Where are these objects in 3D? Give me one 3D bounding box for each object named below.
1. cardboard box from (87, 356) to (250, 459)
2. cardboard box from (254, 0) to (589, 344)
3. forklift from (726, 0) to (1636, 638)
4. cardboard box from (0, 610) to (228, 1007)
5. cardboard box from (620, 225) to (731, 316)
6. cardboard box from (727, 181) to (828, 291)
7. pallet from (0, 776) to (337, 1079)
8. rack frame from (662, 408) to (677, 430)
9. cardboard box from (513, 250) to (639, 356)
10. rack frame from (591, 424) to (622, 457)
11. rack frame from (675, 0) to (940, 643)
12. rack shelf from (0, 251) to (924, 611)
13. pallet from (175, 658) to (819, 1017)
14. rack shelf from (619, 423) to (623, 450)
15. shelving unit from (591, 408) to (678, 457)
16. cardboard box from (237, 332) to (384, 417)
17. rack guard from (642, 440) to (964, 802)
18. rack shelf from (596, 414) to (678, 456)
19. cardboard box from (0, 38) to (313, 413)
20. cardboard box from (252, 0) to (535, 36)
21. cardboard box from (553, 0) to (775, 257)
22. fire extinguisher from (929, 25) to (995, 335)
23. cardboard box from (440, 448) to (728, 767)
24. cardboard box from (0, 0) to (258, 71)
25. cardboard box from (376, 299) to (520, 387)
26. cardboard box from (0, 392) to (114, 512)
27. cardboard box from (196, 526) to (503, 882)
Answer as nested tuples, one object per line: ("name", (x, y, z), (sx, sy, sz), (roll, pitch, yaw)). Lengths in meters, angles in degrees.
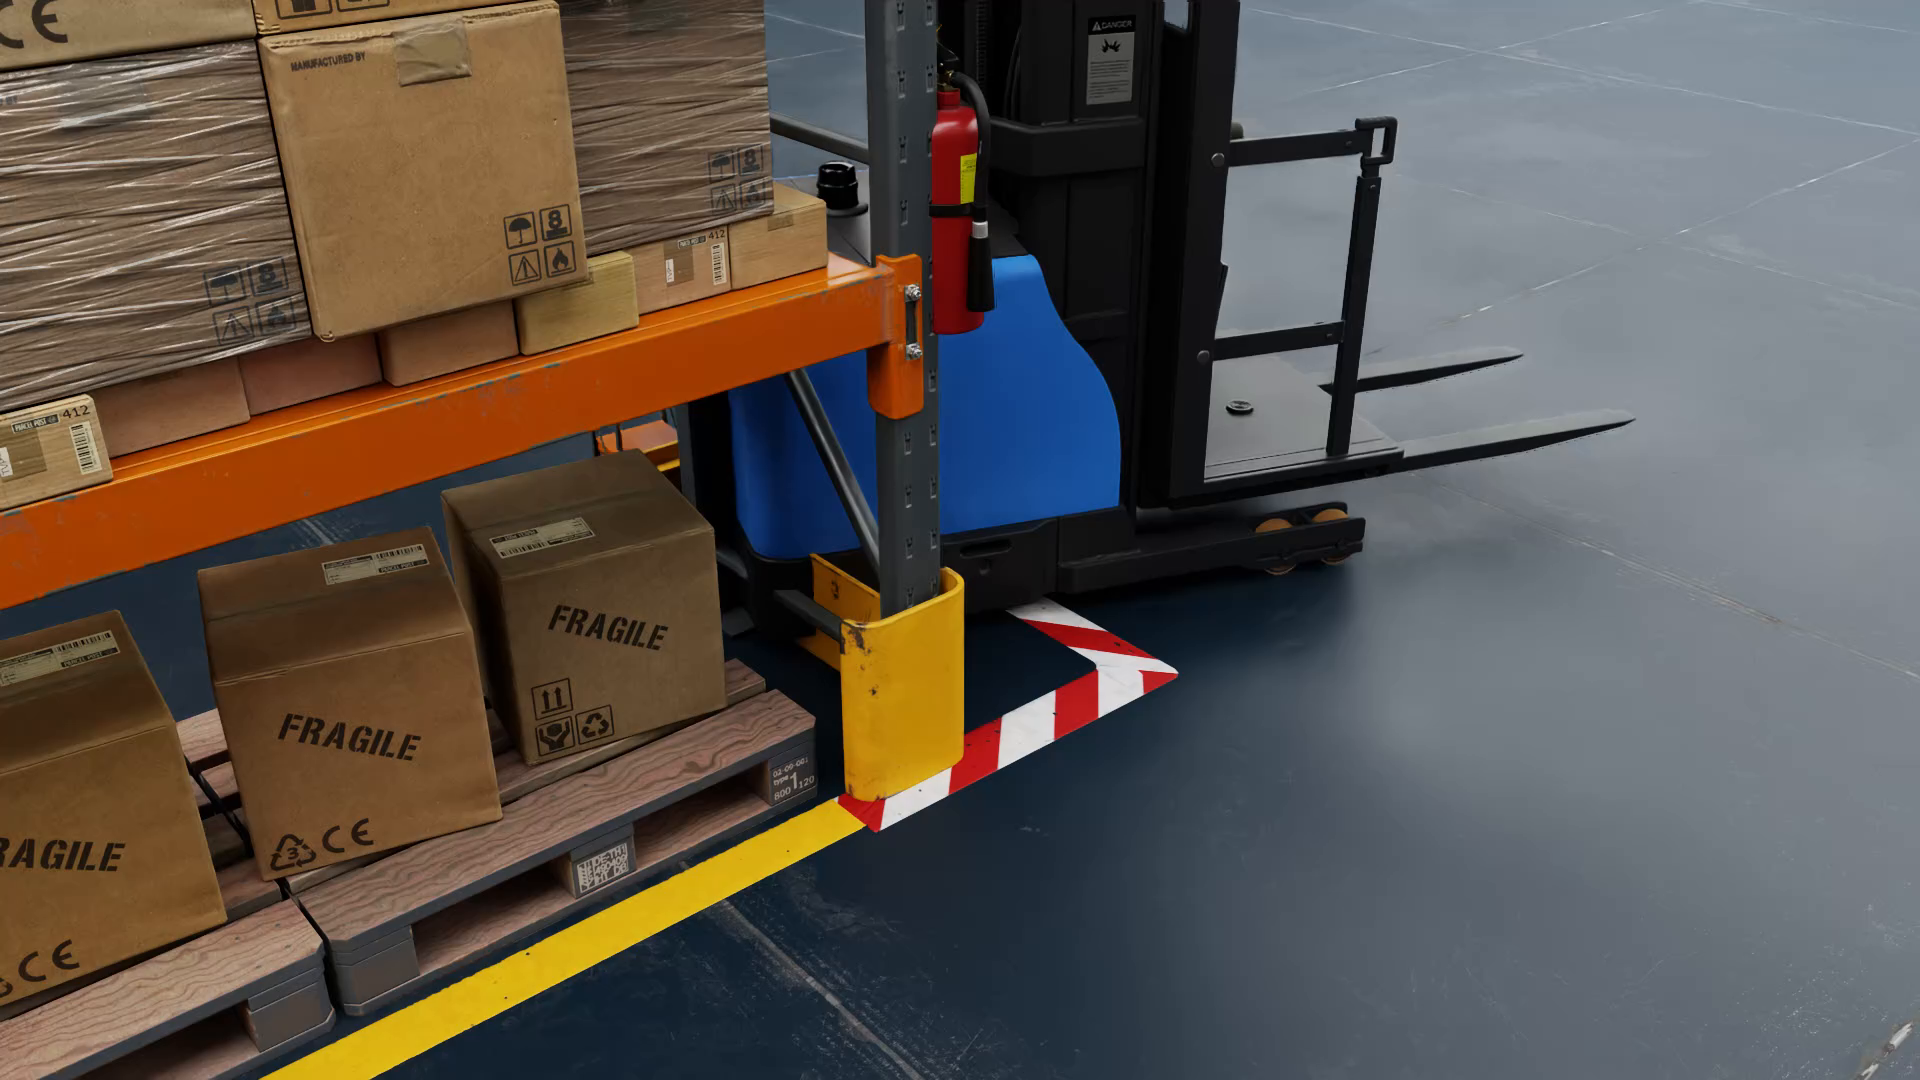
("cardboard box", (-1.439, -0.297, 2.889), (0.250, 0.149, 0.380), (-22, 35, -35))
("cardboard box", (-1.154, -0.778, 3.102), (0.500, 0.500, 0.875), (-22, 35, -35))
("forklift", (0.714, -1.413, 4.784), (3.031, 2.935, 1.130), (-9, 30, -17))
("cardboard box", (-1.823, 0.525, 3.291), (0.500, 0.500, 0.500), (-18, 33, -30))
("cardboard box", (-0.689, -0.609, 3.473), (0.250, 0.149, 0.380), (-22, 35, -35))
("cardboard box", (-0.498, -0.685, 3.616), (0.250, 0.149, 0.380), (-22, 35, -35))
("pallet", (-2.042, 0.903, 3.336), (1.213, 0.211, 1.003), (-22, 35, -35))
("rack frame", (-0.871, -0.497, 5.066), (0.008, 1.050, 0.200), (-19, 34, -32))
("cardboard box", (-0.846, -0.514, 3.296), (0.250, 0.149, 0.380), (-22, 35, -35))
("rack frame", (-1.066, -0.428, 4.938), (0.008, 1.050, 0.200), (-19, 34, -32))
("rack frame", (-0.416, -0.957, 3.858), (0.127, 3.000, 1.000), (-22, 35, -35))
("rack shelf", (-1.937, -0.028, 2.883), (4.000, 0.370, 1.077), (-22, 35, -35))
("pallet", (-1.114, 0.532, 4.031), (1.213, 0.211, 1.003), (-22, 35, -35))
("rack shelf", (-0.969, -0.453, 5.007), (0.240, 0.259, 0.215), (-19, 34, -32))
("shelving unit", (-0.969, -0.463, 5.002), (0.252, 1.050, 0.215), (-19, 34, -32))
("cardboard box", (-1.263, -0.381, 3.047), (0.250, 0.149, 0.380), (-22, 35, -35))
("rack guard", (-0.473, 0.169, 4.404), (0.348, 0.500, 1.175), (-22, 35, -35))
("rack shelf", (-0.969, -0.208, 5.138), (0.240, 0.259, 0.215), (-19, 34, -32))
("cardboard box", (-1.563, -0.640, 2.844), (0.500, 0.500, 0.875), (-22, 35, -35))
("cardboard box", (-1.050, -1.161, 2.758), (0.500, 0.500, 0.500), (-22, 35, -35))
("cardboard box", (-0.852, -0.974, 3.468), (0.500, 0.500, 0.875), (-22, 35, -35))
("fire extinguisher", (-0.029, -0.793, 3.633), (0.183, 0.674, 0.296), (-22, 35, -35))
("cardboard box", (-0.901, 0.145, 4.002), (0.500, 0.500, 0.500), (-15, 32, -26))
("cardboard box", (-1.432, -1.009, 2.474), (0.500, 0.500, 0.500), (-22, 35, -35))
("cardboard box", (-1.046, -0.443, 3.163), (0.250, 0.149, 0.380), (-22, 35, -35))
("cardboard box", (-1.571, -0.188, 2.687), (0.250, 0.149, 0.380), (-22, 35, -35))
("cardboard box", (-1.334, 0.340, 3.637), (0.500, 0.500, 0.500), (-13, 31, -22))
